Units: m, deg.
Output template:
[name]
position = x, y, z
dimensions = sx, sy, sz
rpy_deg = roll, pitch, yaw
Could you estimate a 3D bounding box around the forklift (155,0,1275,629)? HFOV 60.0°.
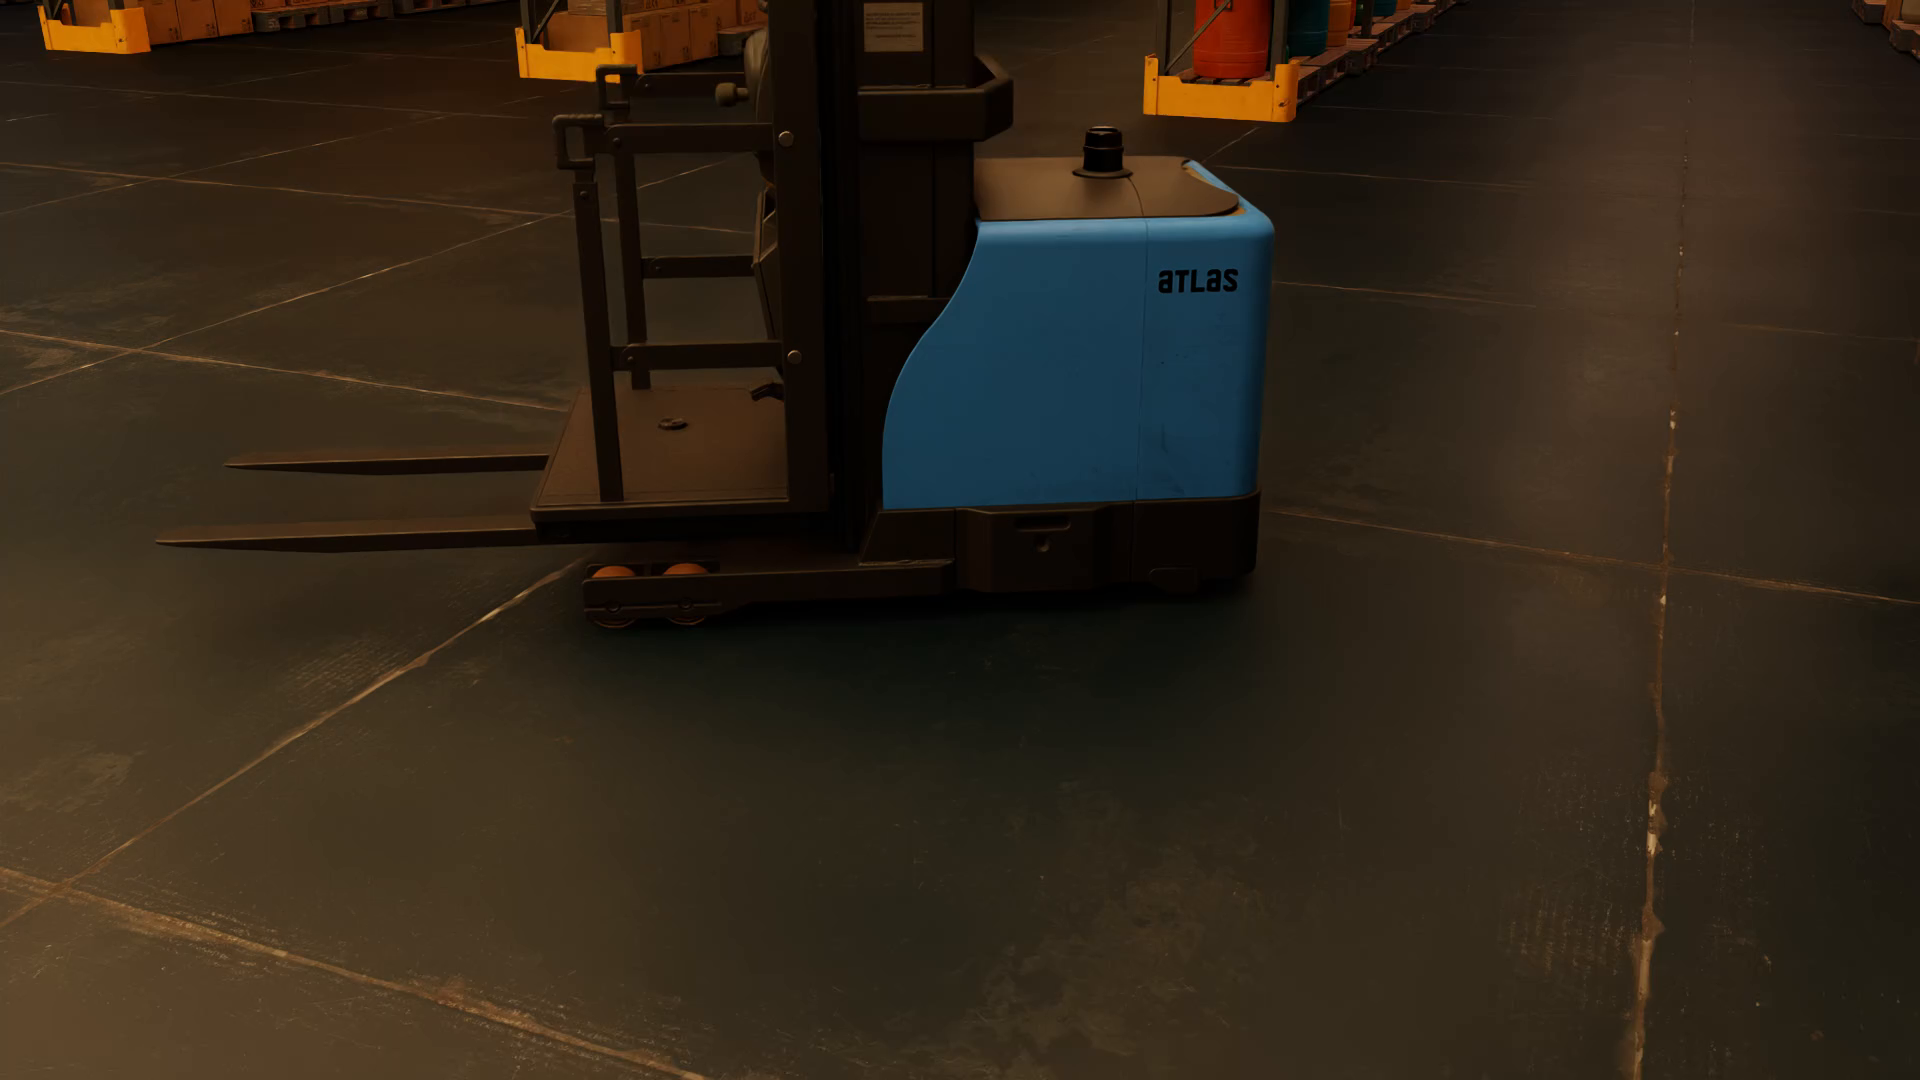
[forklift]
position = -0.707, -1.326, 4.464
dimensions = 3.031, 2.935, 1.130
rpy_deg = -2, 23, -5
